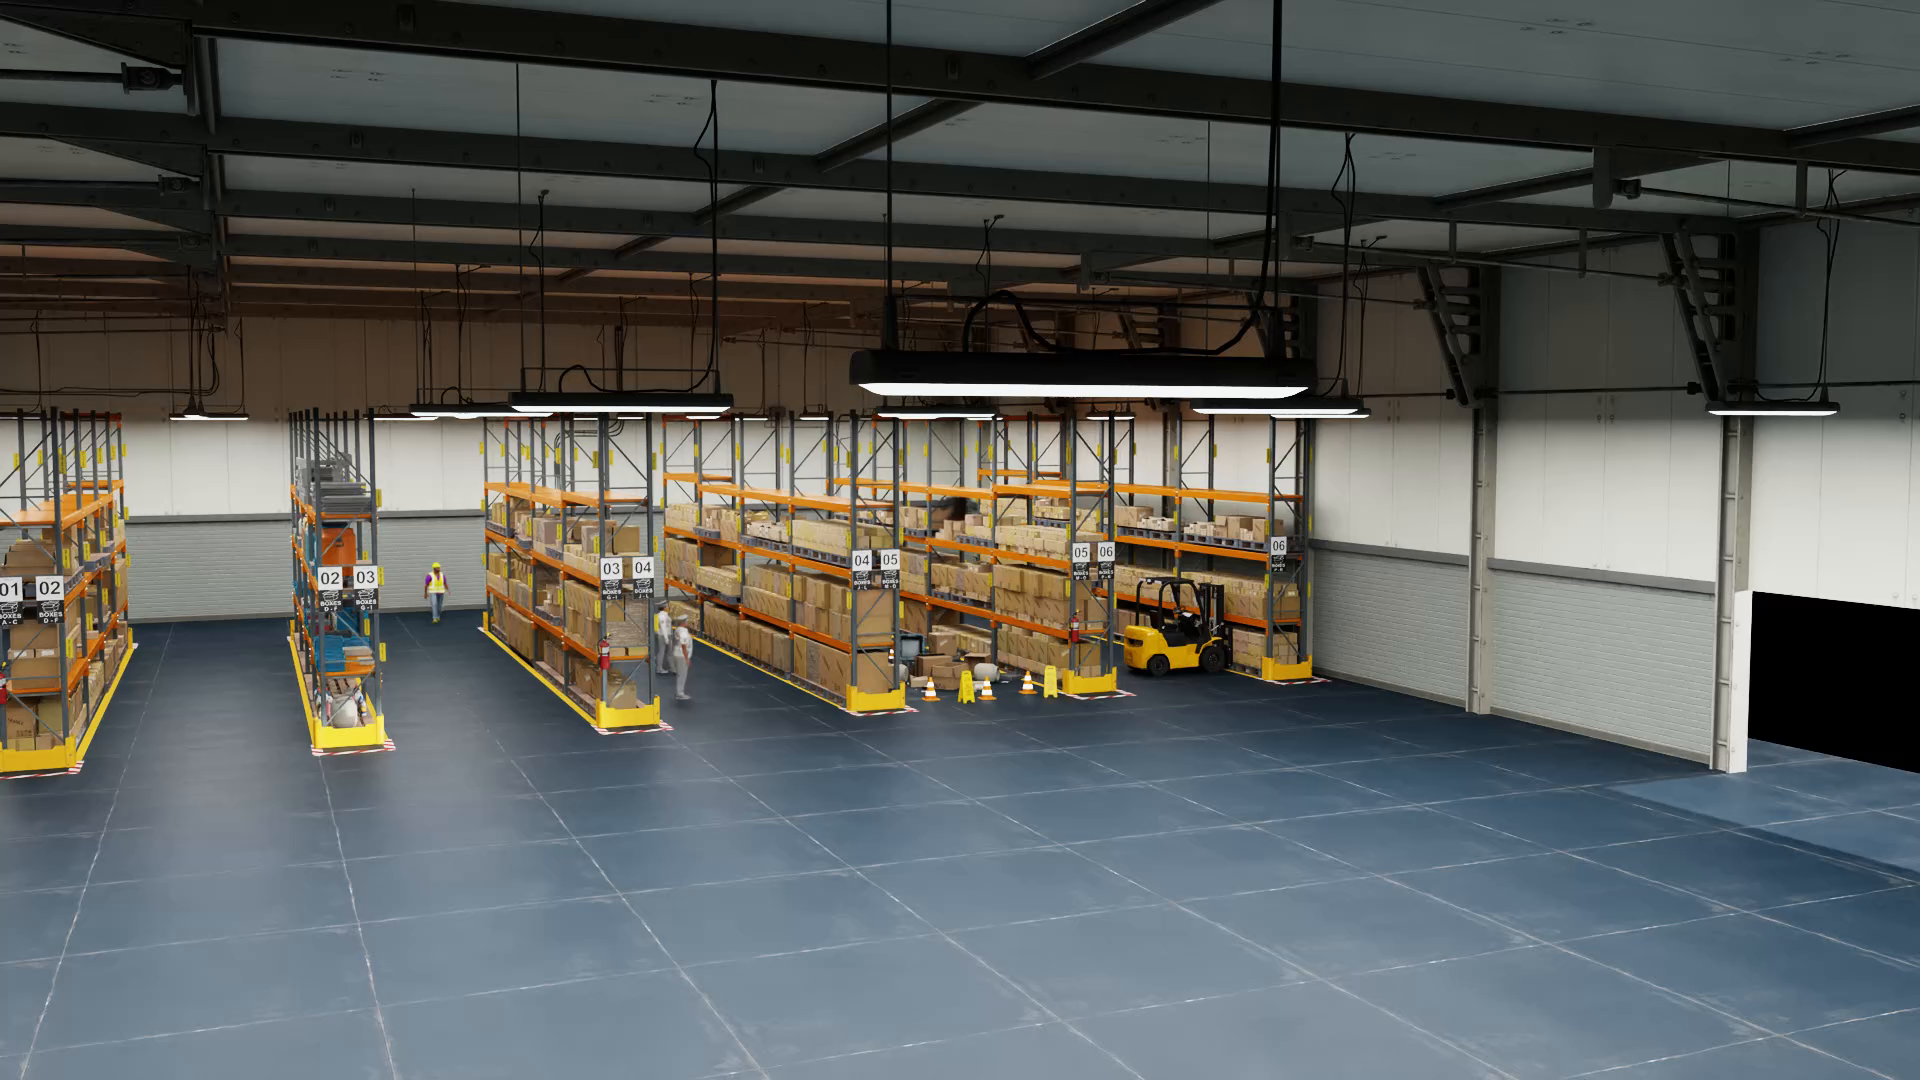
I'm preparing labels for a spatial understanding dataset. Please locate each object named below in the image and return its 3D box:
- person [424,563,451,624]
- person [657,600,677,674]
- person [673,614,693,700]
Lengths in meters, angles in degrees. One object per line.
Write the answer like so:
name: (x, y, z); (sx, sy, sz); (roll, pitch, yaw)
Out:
person: (-14.981, 1.515, 47.683); (0.706, 1.713, 1.057); (-2, 4, -26)
person: (-6.692, 2.223, 38.115); (0.531, 1.694, 0.521); (1, 4, 12)
person: (-5.746, 2.425, 34.492); (0.408, 1.772, 0.595); (-1, 4, -12)
